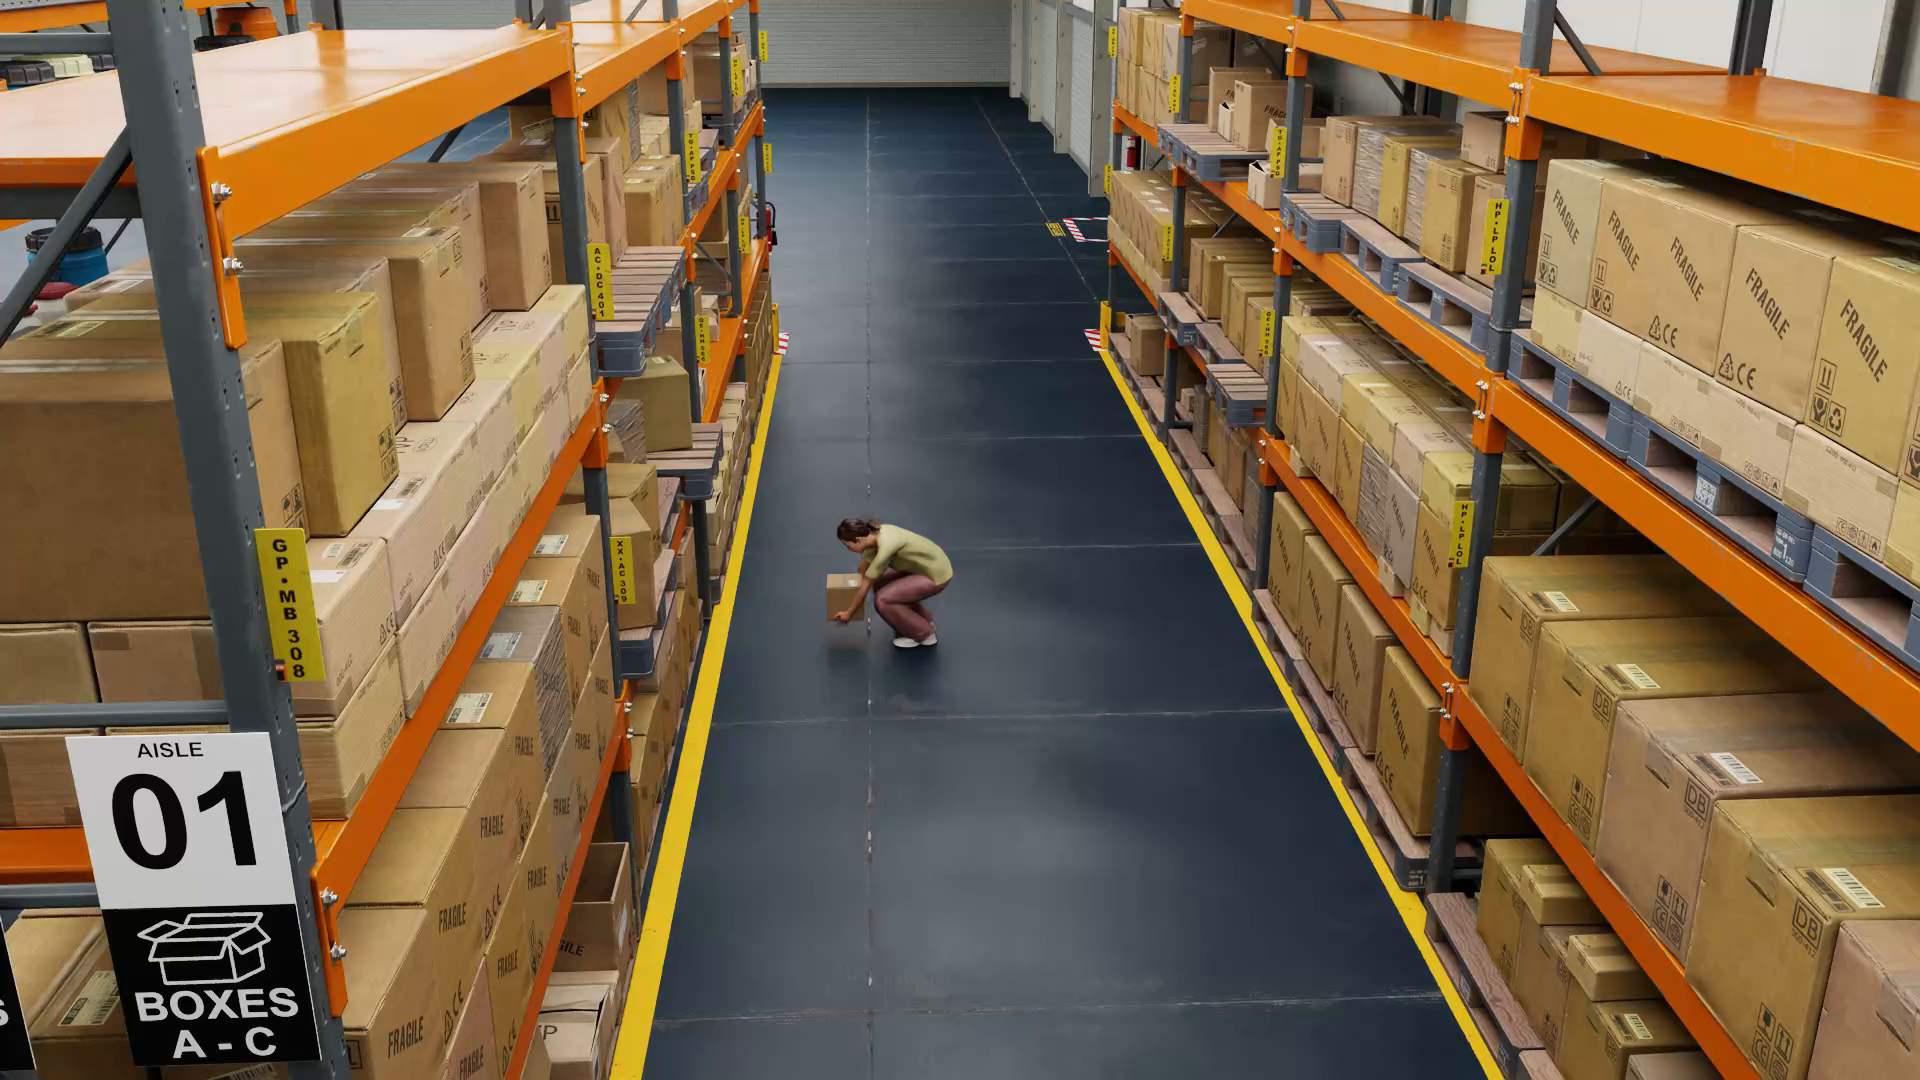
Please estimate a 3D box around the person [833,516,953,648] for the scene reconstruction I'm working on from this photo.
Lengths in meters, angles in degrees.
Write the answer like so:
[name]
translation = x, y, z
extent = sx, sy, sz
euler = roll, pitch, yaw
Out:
[person]
translation = -0.465, 0.259, 11.461
extent = 0.833, 0.930, 0.462
euler = -2, 21, -4
